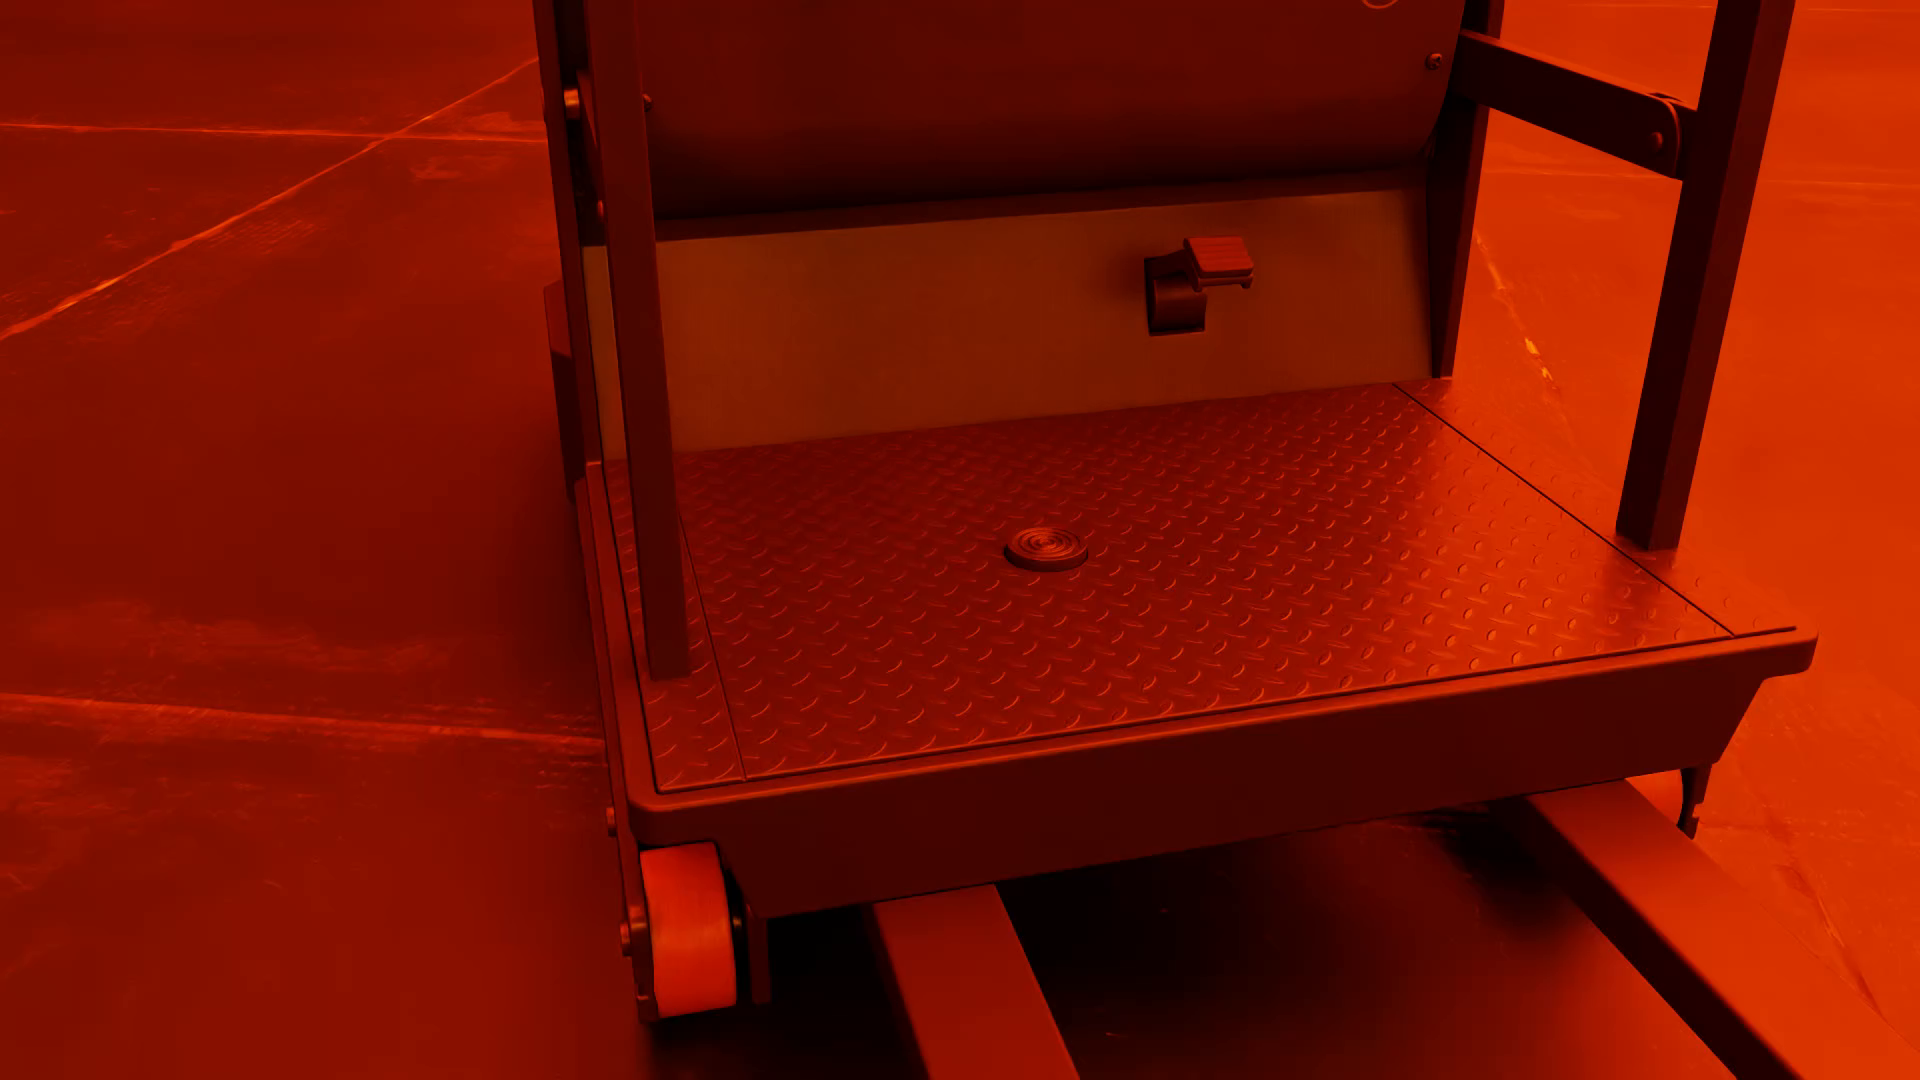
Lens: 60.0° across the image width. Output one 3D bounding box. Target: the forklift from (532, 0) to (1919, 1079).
[{"bbox_3d":[0.153,-1.049,1.319,1.130,2.935,3.031,-7,27,-13],"label":"forklift"}]
